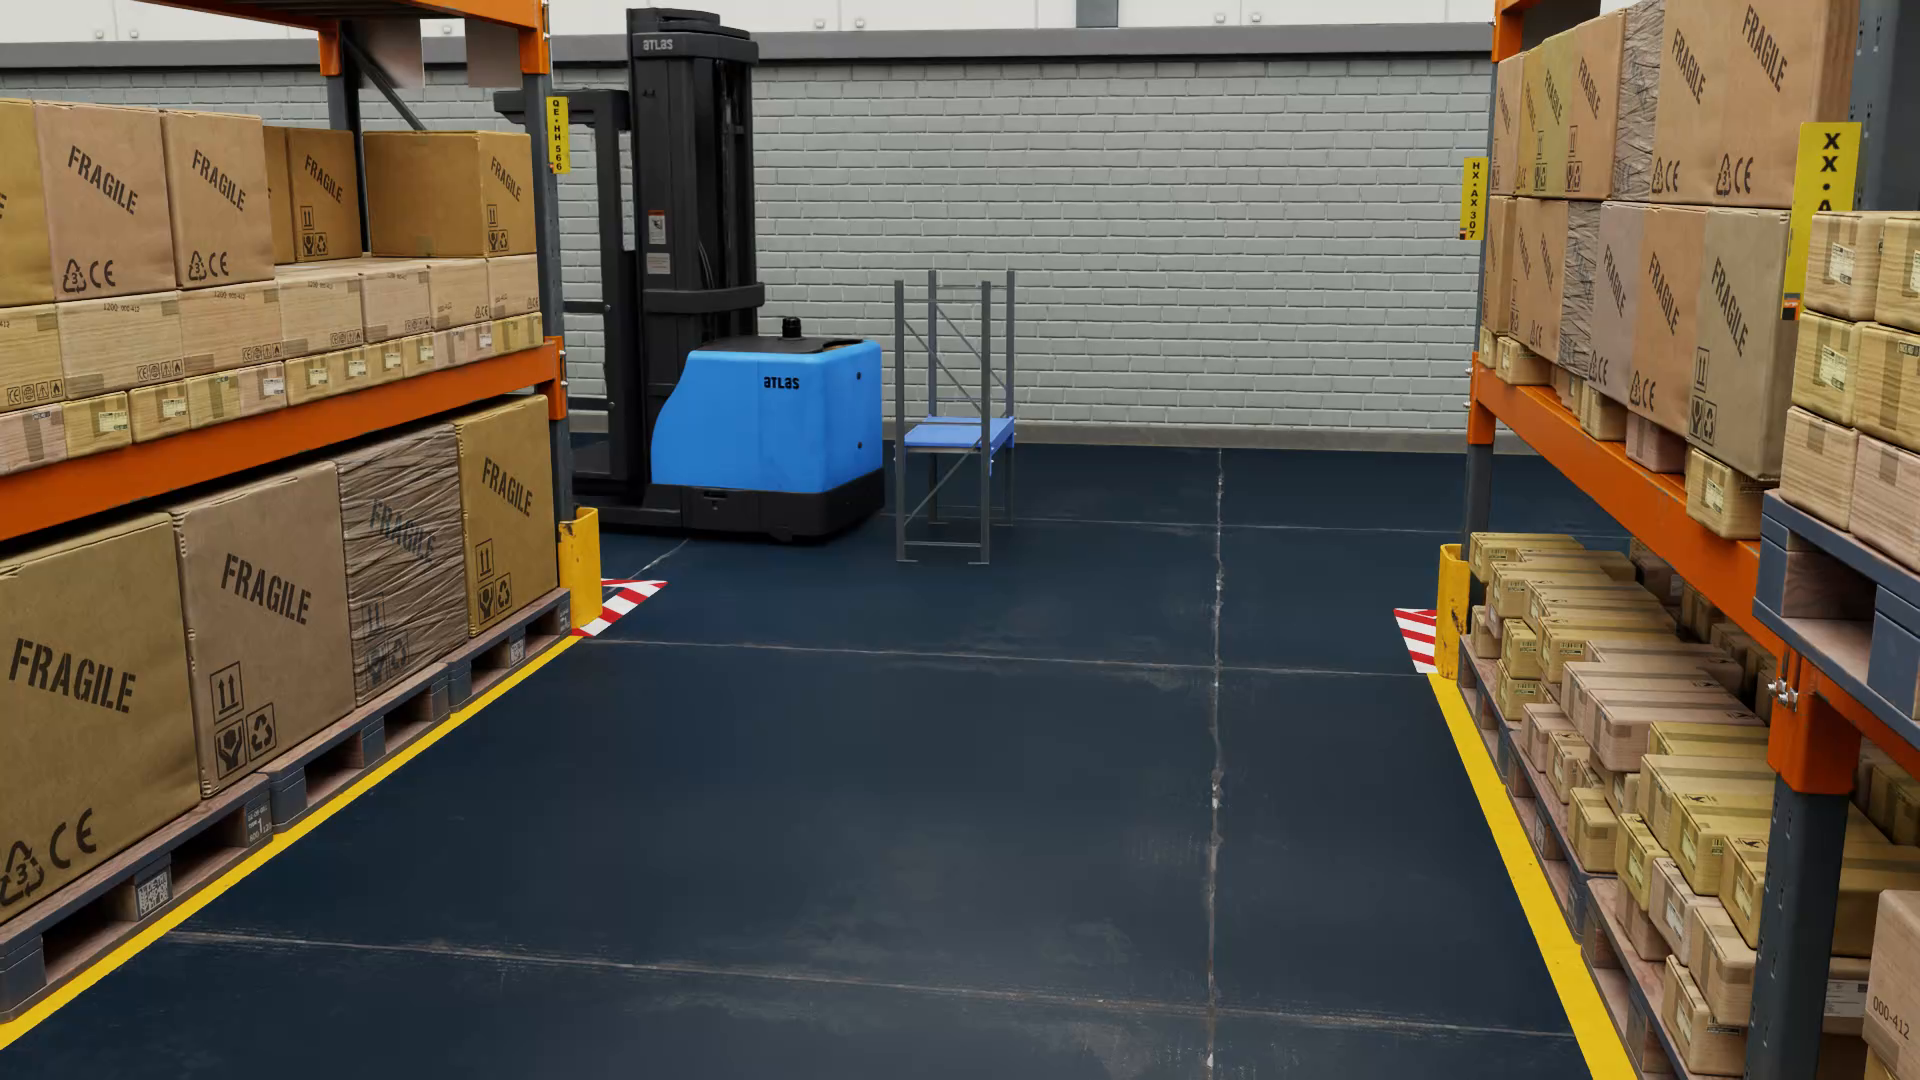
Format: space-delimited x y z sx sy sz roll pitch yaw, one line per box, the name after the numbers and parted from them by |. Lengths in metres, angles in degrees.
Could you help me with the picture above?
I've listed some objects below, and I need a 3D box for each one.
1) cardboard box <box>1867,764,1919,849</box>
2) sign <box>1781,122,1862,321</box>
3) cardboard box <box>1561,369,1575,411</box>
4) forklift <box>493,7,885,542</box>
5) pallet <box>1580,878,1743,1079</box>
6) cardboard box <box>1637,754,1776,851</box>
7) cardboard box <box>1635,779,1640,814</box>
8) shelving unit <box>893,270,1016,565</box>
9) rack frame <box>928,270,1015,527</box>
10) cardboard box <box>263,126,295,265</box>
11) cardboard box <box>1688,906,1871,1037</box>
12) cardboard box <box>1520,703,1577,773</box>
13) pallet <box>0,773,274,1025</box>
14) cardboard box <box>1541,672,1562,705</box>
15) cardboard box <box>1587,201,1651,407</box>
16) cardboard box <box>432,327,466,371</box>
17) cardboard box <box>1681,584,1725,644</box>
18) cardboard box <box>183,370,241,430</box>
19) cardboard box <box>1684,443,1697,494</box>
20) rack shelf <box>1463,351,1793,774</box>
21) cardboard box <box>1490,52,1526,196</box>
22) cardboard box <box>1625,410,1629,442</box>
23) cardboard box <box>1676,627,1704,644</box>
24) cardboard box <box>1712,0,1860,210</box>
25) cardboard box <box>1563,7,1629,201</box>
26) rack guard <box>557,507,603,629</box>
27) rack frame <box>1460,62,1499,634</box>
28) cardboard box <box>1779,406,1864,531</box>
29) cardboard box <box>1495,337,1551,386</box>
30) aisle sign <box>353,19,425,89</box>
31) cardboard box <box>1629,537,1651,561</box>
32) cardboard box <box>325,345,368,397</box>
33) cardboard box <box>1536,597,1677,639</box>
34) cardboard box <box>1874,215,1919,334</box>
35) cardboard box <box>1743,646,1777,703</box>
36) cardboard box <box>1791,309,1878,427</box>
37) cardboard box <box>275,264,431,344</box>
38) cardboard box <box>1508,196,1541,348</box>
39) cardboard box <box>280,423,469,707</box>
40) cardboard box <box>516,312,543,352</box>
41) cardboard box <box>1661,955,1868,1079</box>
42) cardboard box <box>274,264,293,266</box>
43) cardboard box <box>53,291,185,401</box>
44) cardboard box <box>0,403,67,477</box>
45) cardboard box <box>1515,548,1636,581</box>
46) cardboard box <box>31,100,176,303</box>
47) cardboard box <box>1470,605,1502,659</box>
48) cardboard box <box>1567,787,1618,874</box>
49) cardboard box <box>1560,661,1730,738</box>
2.329 0.632 3.801 0.380 0.149 0.250 2 12 8 | cardboard box
1.442 -0.530 2.780 0.100 0.325 0.005 2 12 9 | sign
2.092 -0.471 5.156 0.380 0.149 0.250 2 12 8 | cardboard box
-2.028 -1.587 9.898 3.031 2.935 1.130 4 13 18 | forklift
2.048 1.131 3.745 1.003 0.211 1.213 2 12 9 | pallet
1.809 0.617 3.868 0.380 0.149 0.250 2 12 8 | cardboard box
1.903 0.714 4.126 0.380 0.149 0.250 2 12 9 | cardboard box
-0.013 -0.715 9.253 0.538 1.500 1.048 2 12 9 | shelving unit
0.065 -0.821 9.744 0.500 1.500 0.032 2 12 9 | rack frame
-2.782 -1.241 6.002 0.500 0.500 0.500 2 12 7 | cardboard box
1.714 0.876 3.374 0.380 0.149 0.250 2 12 10 | cardboard box
1.990 0.627 5.234 0.380 0.149 0.250 1 12 6 | cardboard box
-2.711 0.934 4.657 1.003 0.211 1.213 2 12 9 | pallet
2.119 0.437 5.410 0.380 0.149 0.250 1 12 6 | cardboard box
1.934 -0.607 4.247 0.500 0.500 0.500 2 12 8 | cardboard box
-2.137 -0.740 6.401 0.380 0.149 0.250 2 12 10 | cardboard box
2.652 0.252 5.561 0.380 0.149 0.250 1 12 6 | cardboard box
-2.373 -0.419 4.912 0.380 0.149 0.250 2 12 8 | cardboard box
1.825 -0.146 3.649 0.380 0.149 0.250 2 12 11 | cardboard box
2.287 -0.156 4.805 1.077 0.370 4.000 2 12 9 | rack shelf
2.264 -1.522 6.120 0.500 0.500 0.500 2 12 8 | cardboard box
1.993 -0.308 4.399 0.380 0.149 0.250 2 12 8 | cardboard box
2.575 0.399 5.587 0.380 0.149 0.250 2 12 8 | cardboard box
1.785 -0.881 3.145 0.500 0.500 0.500 1 12 7 | cardboard box
2.015 -1.203 4.640 0.500 0.500 0.500 1 12 7 | cardboard box
-2.287 0.111 7.791 1.175 0.500 0.348 2 12 9 | rack guard
2.595 -0.924 6.661 1.000 3.000 0.127 2 12 9 | rack frame
1.465 -0.107 2.468 0.380 0.149 0.250 1 12 6 | cardboard box
2.129 -0.636 5.920 0.380 0.149 0.250 2 12 7 | cardboard box
-2.576 -2.401 7.345 0.394 0.787 0.004 2 12 9 | aisle sign
2.764 0.092 6.305 0.380 0.149 0.250 2 12 9 | cardboard box
-2.255 -0.580 5.661 0.380 0.149 0.250 2 12 10 | cardboard box
2.081 0.293 5.372 0.380 0.149 0.250 2 12 11 | cardboard box
1.428 -0.339 2.135 0.380 0.149 0.250 2 12 10 | cardboard box
2.503 0.417 4.798 0.380 0.149 0.250 2 12 9 | cardboard box
1.465 -0.252 2.437 0.380 0.149 0.250 2 12 10 | cardboard box
-2.259 -0.857 5.999 0.500 0.250 0.500 1 12 7 | cardboard box
2.196 -0.922 5.706 0.500 0.500 0.500 2 12 9 | cardboard box
-2.450 0.053 6.175 0.875 0.875 0.875 2 12 9 | cardboard box
-2.020 -0.898 7.137 0.380 0.149 0.250 2 12 10 | cardboard box
1.703 1.004 3.483 0.380 0.149 0.250 2 12 9 | cardboard box
-2.785 -0.874 6.078 0.500 0.250 0.500 1 12 7 | cardboard box
-2.493 -0.538 4.519 0.500 0.250 0.500 2 12 8 | cardboard box
-2.491 -0.256 4.156 0.380 0.149 0.250 1 12 7 | cardboard box
2.255 0.133 6.115 0.380 0.149 0.250 2 12 10 | cardboard box
-2.496 -0.905 4.445 0.500 0.500 0.500 2 12 9 | cardboard box
2.198 0.363 6.459 0.380 0.149 0.250 2 12 10 | cardboard box
1.863 0.789 4.483 0.380 0.149 0.250 2 12 9 | cardboard box
1.905 0.450 4.644 0.380 0.149 0.250 1 12 7 | cardboard box
